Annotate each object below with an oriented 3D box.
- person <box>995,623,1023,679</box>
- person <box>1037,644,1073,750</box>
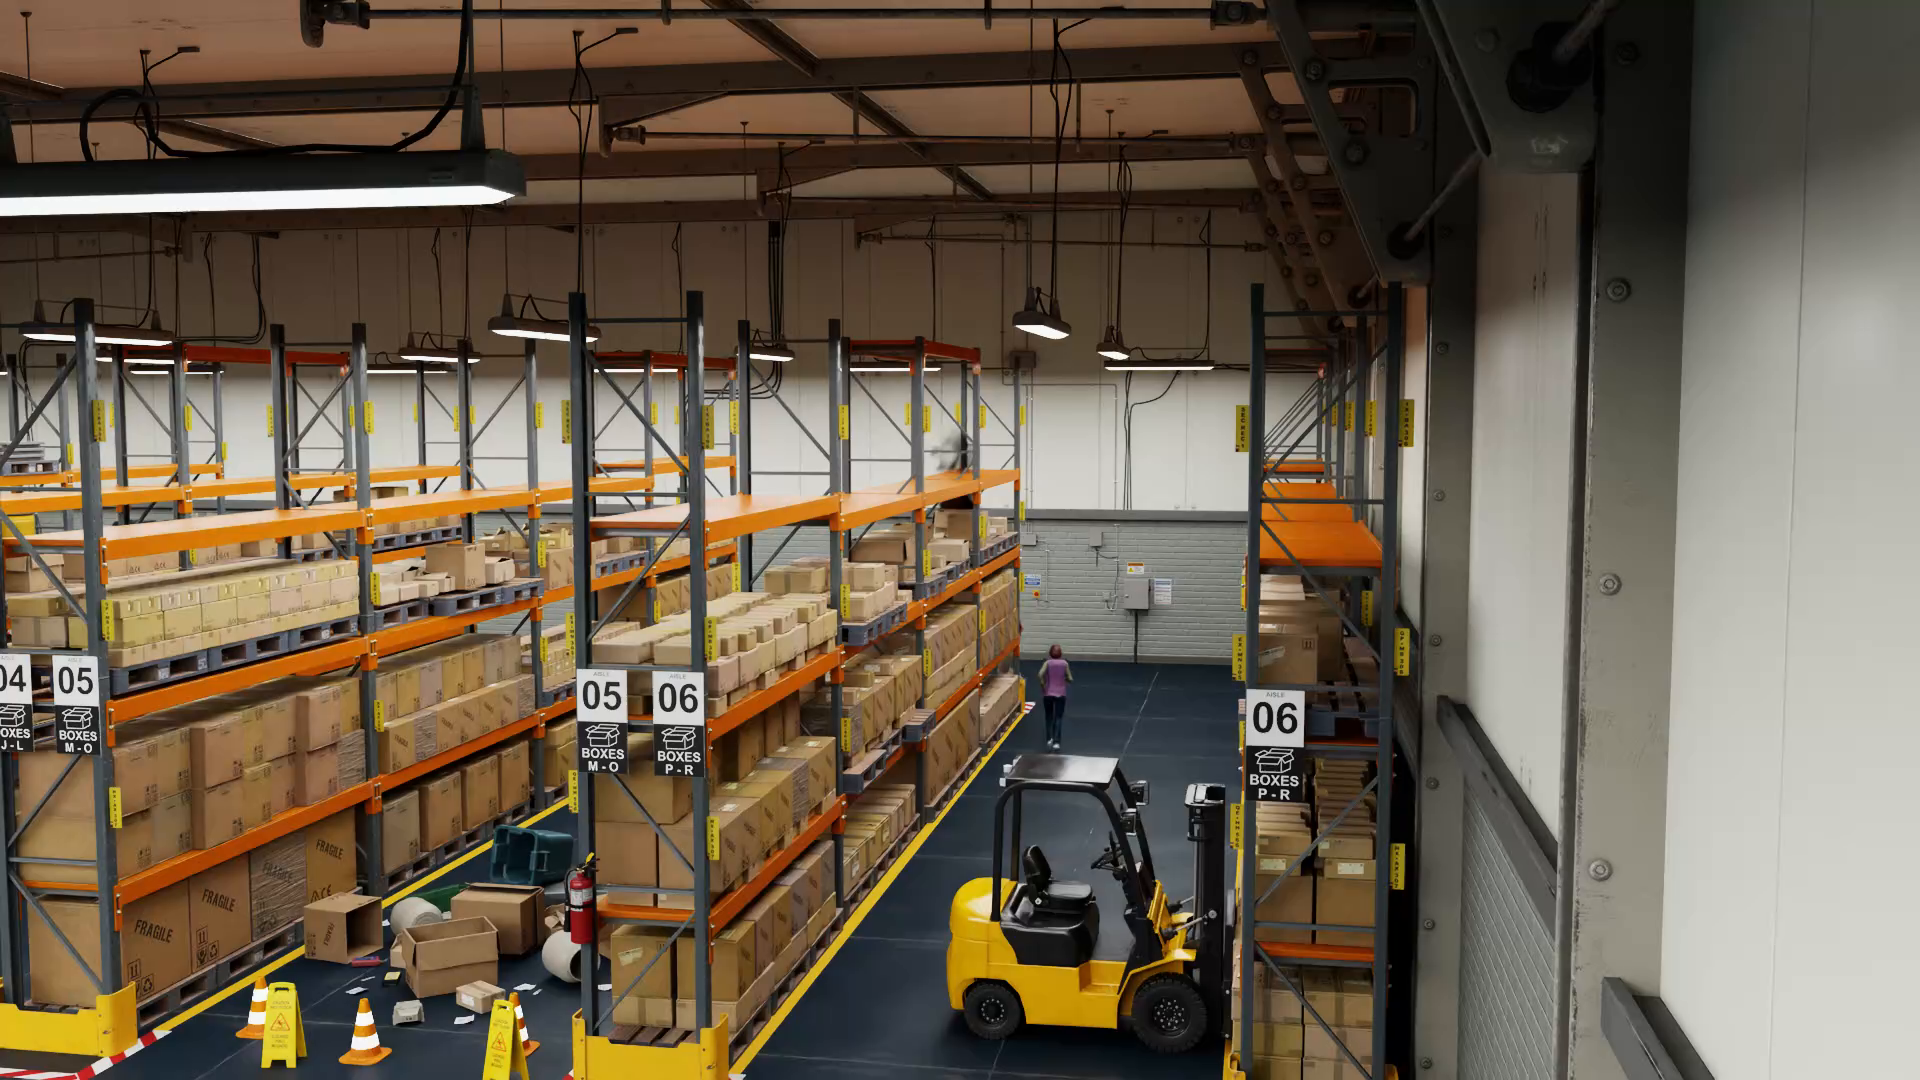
[{"bbox_3d":[0.786,1.969,29.507,0.560,1.663,0.770,1,5,18],"label":"person"},{"bbox_3d":[1.419,2.367,24.817,0.522,1.639,0.700,0,5,5],"label":"person"}]
